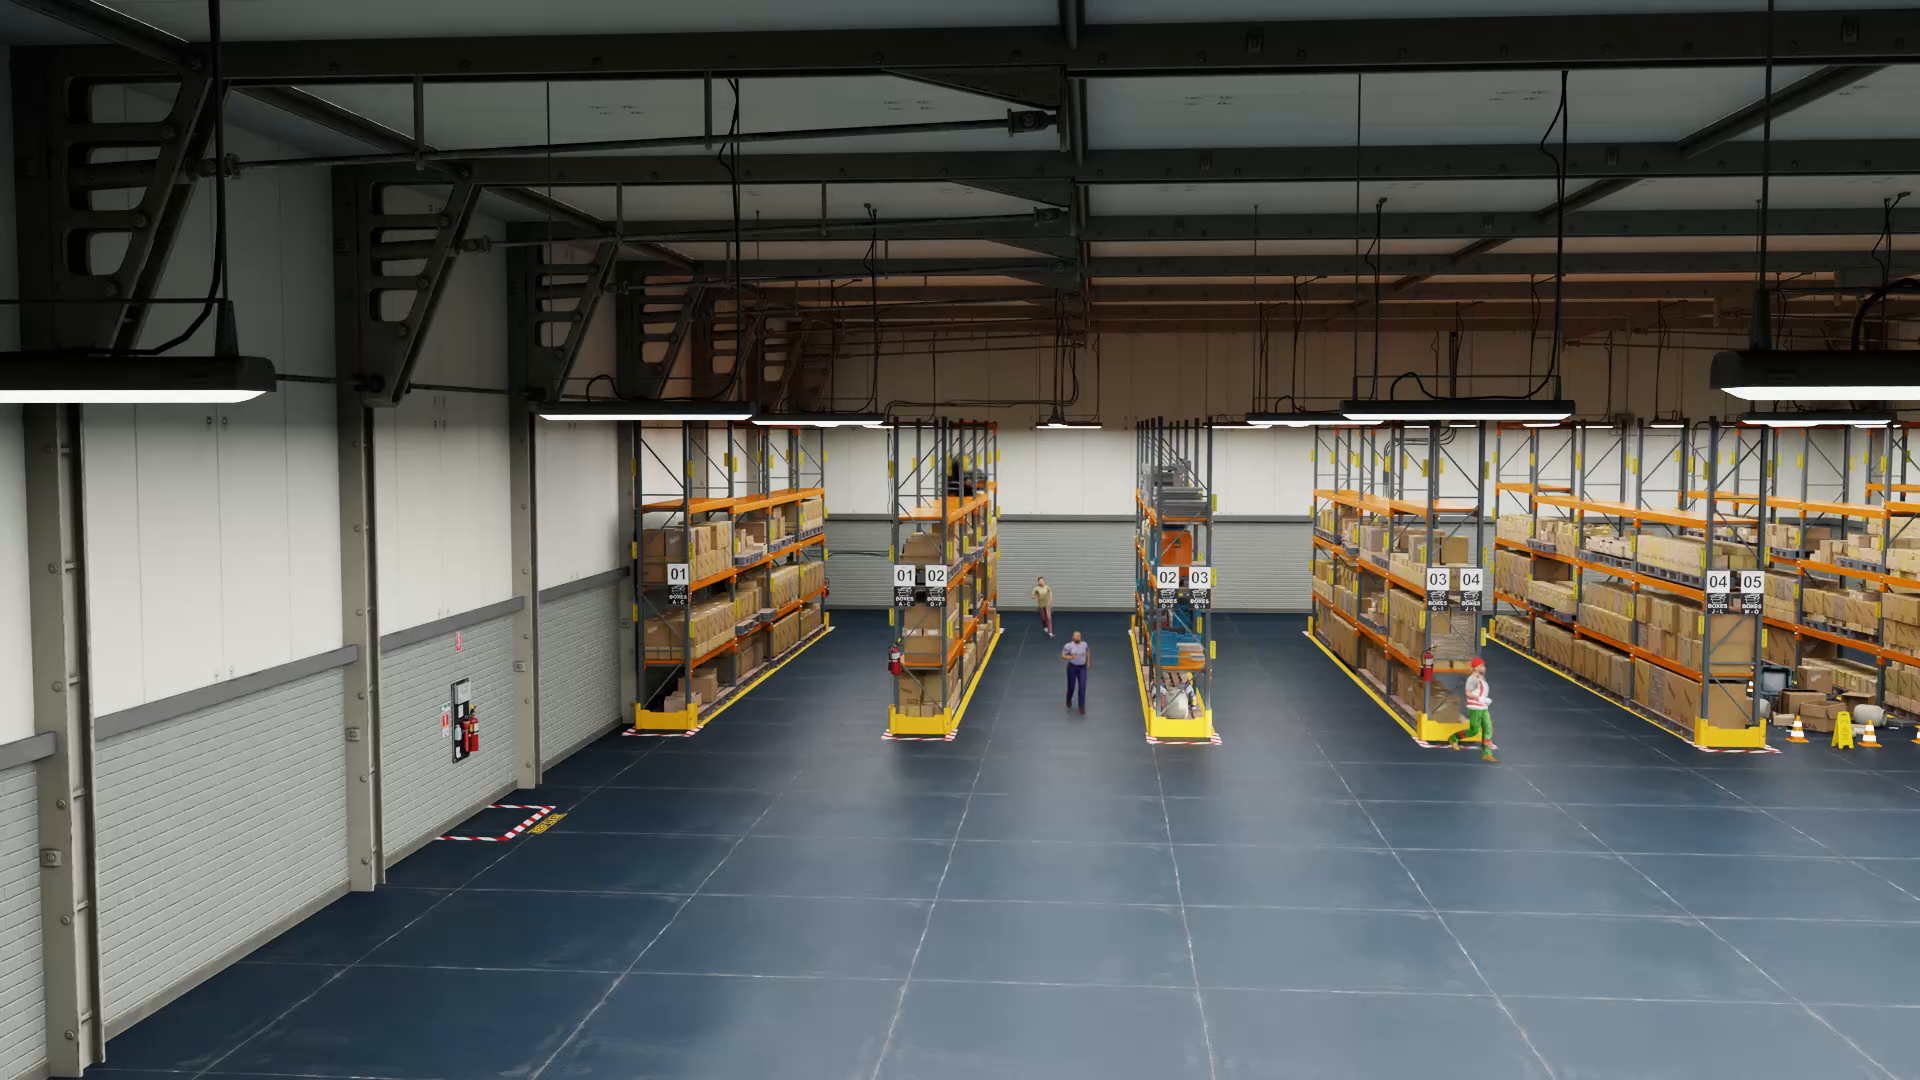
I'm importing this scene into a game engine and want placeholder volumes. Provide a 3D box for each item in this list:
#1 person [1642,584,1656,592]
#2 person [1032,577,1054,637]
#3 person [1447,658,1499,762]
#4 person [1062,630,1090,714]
[{"bbox_3d":[19.602,1.779,47.269,0.886,1.760,0.727,1,4,20],"label":"person"},{"bbox_3d":[2.309,1.855,46.710,0.602,1.636,0.939,-1,4,-9],"label":"person"},{"bbox_3d":[8.993,2.948,29.004,0.928,1.792,0.660,3,5,40],"label":"person"},{"bbox_3d":[2.370,2.664,33.944,0.632,1.655,0.902,-1,4,-9],"label":"person"}]
